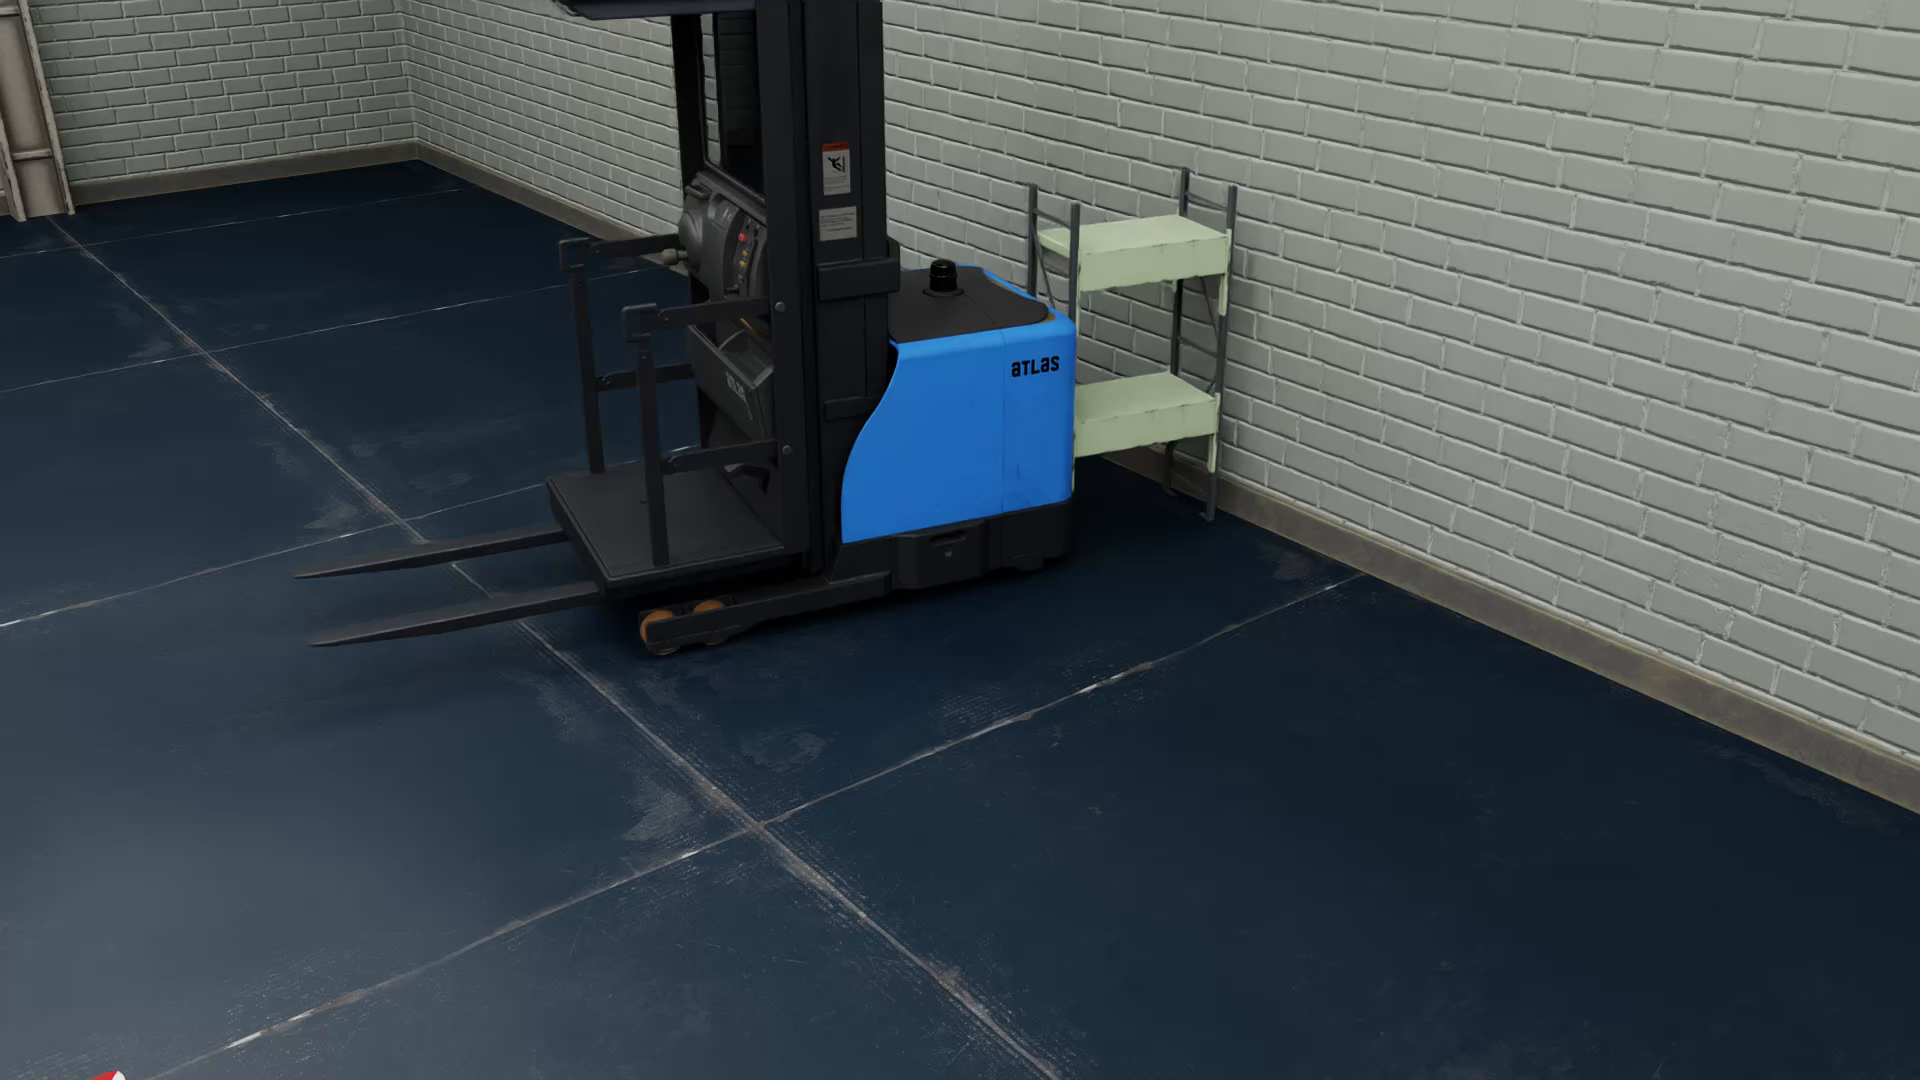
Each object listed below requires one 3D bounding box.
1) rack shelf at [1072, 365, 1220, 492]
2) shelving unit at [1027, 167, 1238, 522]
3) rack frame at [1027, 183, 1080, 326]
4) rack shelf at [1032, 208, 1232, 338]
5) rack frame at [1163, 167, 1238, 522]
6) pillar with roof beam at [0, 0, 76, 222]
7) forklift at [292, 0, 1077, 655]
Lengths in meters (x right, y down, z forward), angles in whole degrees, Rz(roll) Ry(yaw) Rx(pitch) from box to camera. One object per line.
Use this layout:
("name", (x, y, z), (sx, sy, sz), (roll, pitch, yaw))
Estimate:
("rack shelf", (0.710, -0.480, 7.276), (0.720, 0.370, 0.431), (-11, 27, -22))
("shelving unit", (0.710, -0.776, 7.139), (0.755, 1.500, 0.431), (-11, 27, -22))
("rack frame", (0.378, -0.712, 6.999), (0.023, 1.500, 0.400), (-11, 27, -22))
("rack shelf", (0.710, -1.130, 6.976), (0.720, 0.370, 0.431), (-11, 27, -22))
("rack frame", (1.042, -0.840, 7.279), (0.023, 1.500, 0.400), (-11, 27, -22))
("pillar with roof beam", (-4.270, -5.121, 7.594), (0.400, 9.000, 9.100), (-18, 31, -34))
("forklift", (-1.081, -1.147, 6.240), (3.031, 2.935, 1.130), (-11, 27, -22))
